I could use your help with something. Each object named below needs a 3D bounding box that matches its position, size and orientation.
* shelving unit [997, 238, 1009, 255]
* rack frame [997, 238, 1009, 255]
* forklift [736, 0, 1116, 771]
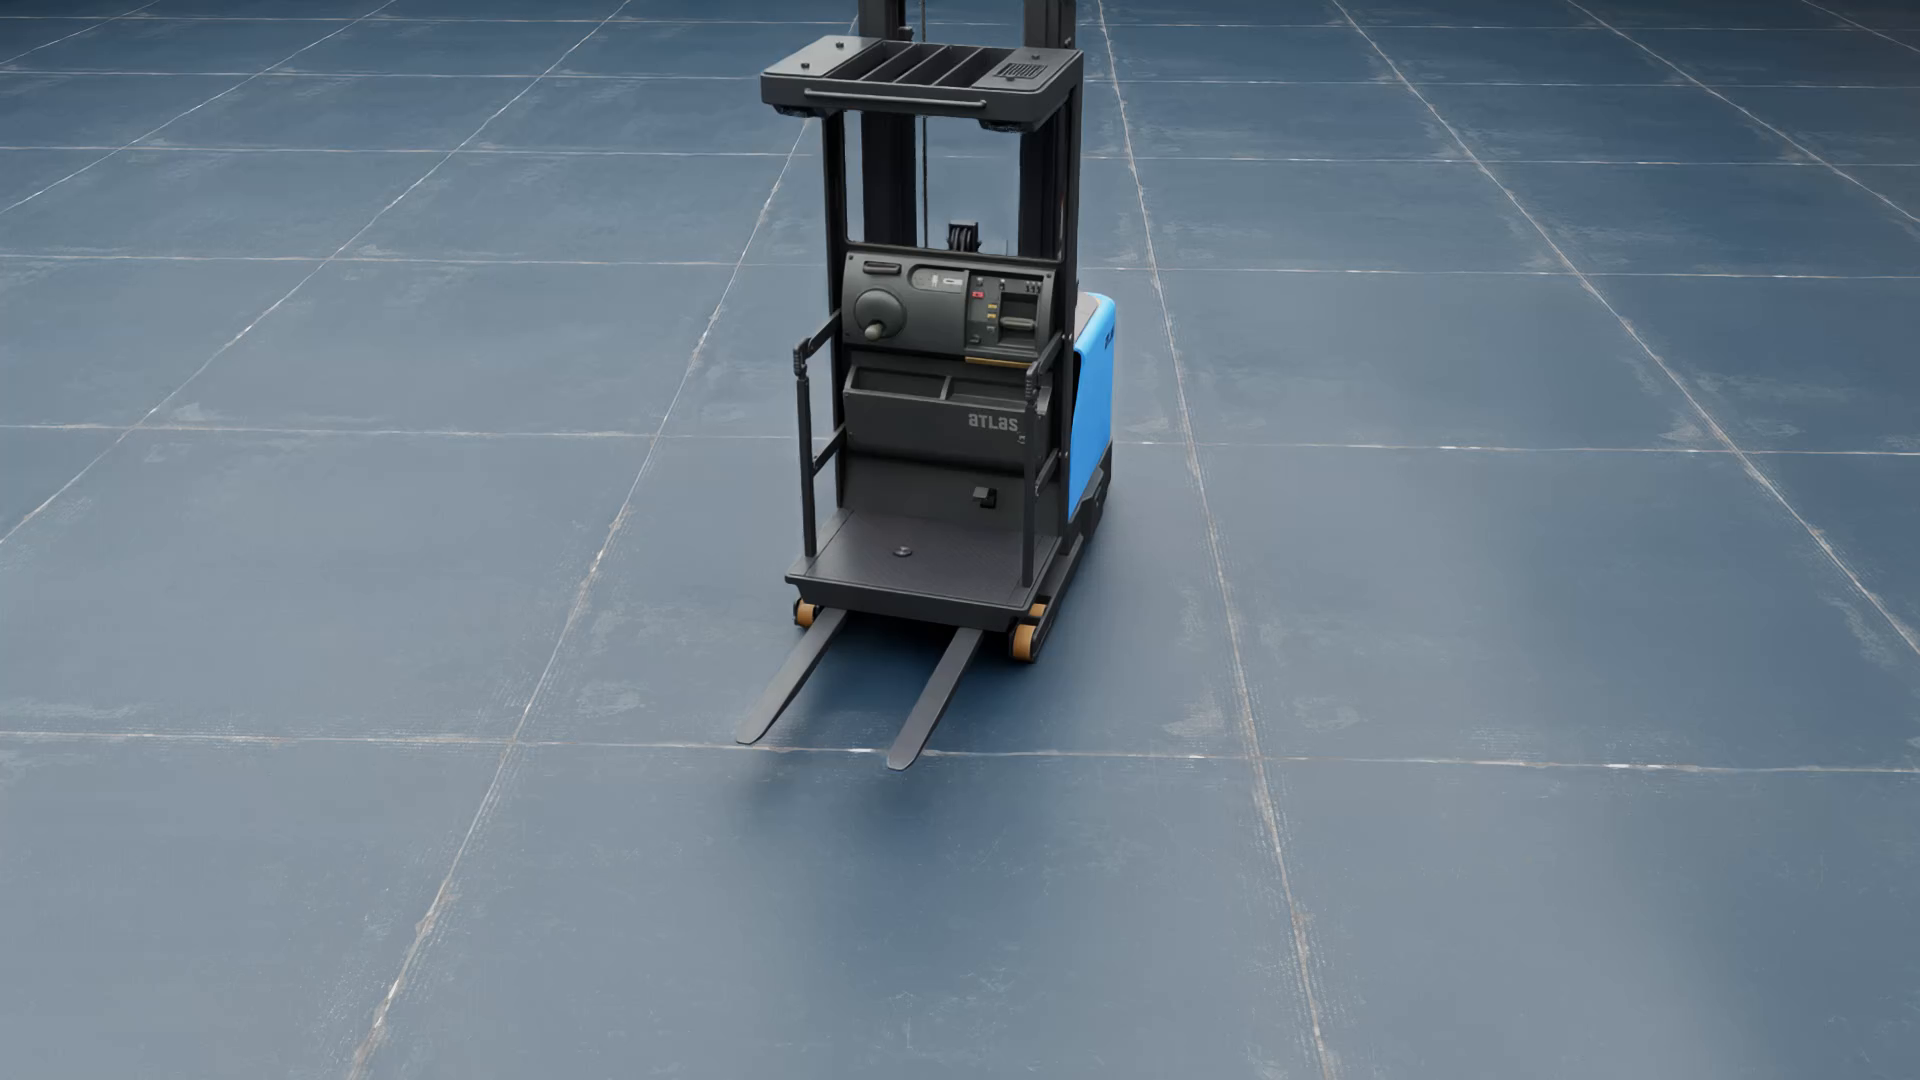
[{"bbox_3d":[0.304,-0.971,8.792,0.189,1.200,0.258,8,27,14],"label":"shelving unit"},{"bbox_3d":[0.216,-0.983,8.814,0.006,1.200,0.240,8,27,14],"label":"rack frame"},{"bbox_3d":[-0.113,-0.969,6.948,1.130,2.935,3.031,8,29,14],"label":"forklift"}]
